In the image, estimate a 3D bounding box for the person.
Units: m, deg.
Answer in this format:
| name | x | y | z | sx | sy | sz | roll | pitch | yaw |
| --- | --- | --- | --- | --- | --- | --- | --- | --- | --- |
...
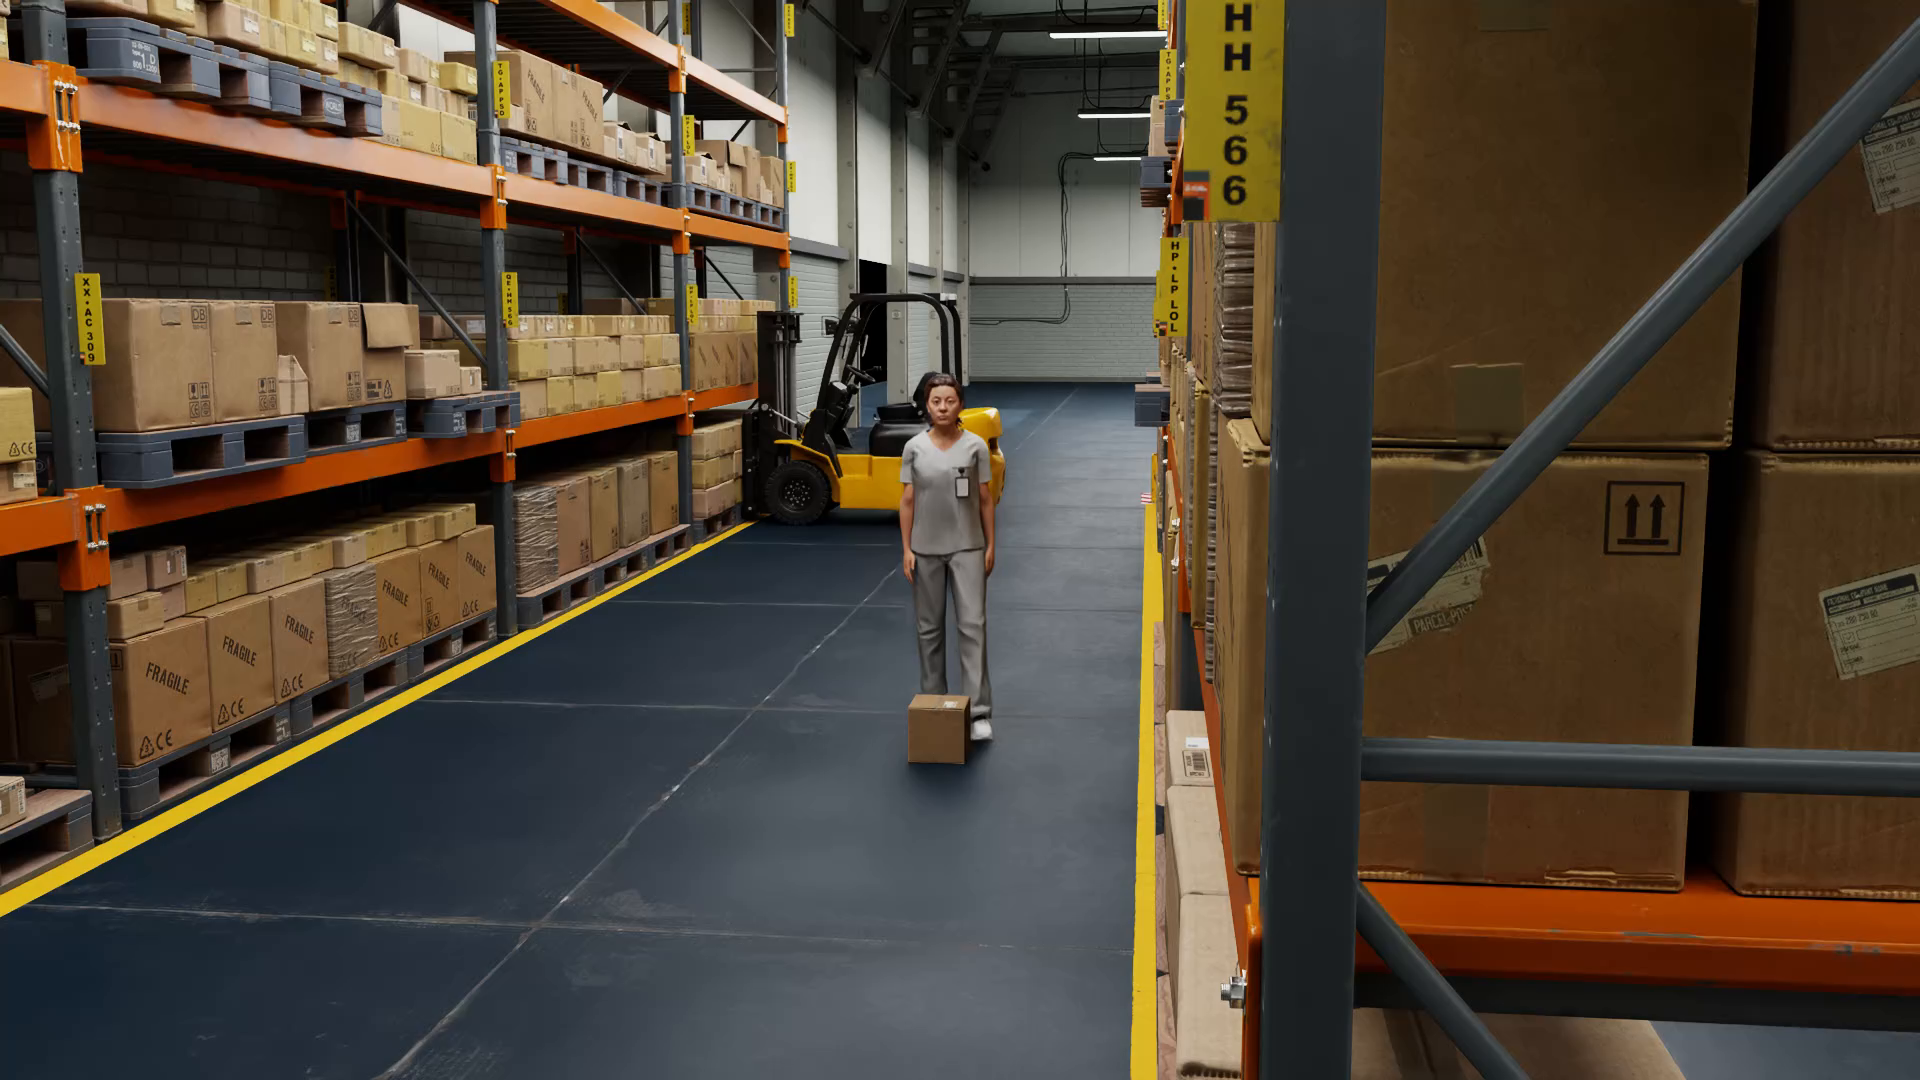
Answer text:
| name | x | y | z | sx | sy | sz | roll | pitch | yaw |
| --- | --- | --- | --- | --- | --- | --- | --- | --- | --- |
| person | -0.063 | 0.071 | 7.695 | 0.462 | 1.662 | 0.639 | 0 | 8 | 4 |
